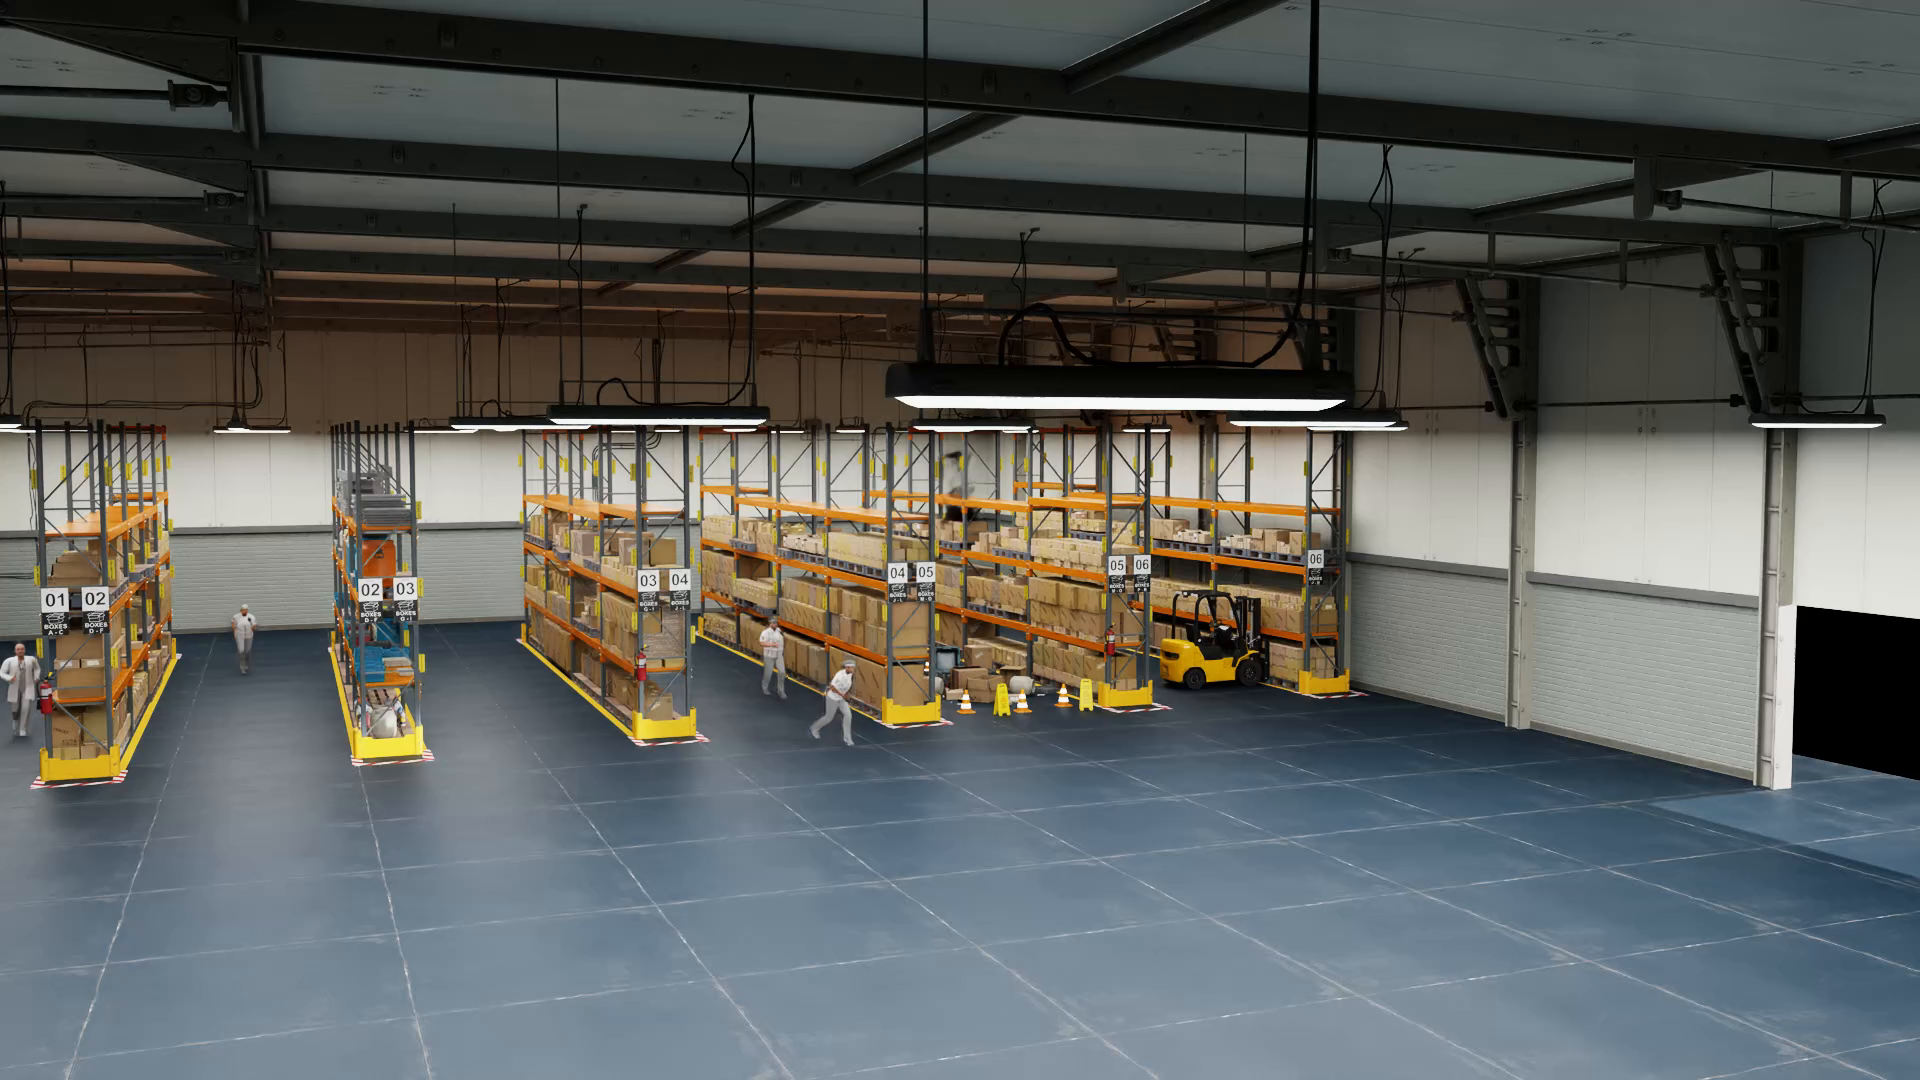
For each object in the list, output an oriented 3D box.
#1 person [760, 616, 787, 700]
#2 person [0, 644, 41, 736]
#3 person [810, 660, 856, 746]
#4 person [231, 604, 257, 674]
[{"bbox_3d":[-4.108,2.563,36.376,0.644,1.839,0.826,-2,4,-32],"label":"person"},{"bbox_3d":[-17.985,2.853,31.853,0.712,1.745,0.835,-2,4,-34],"label":"person"},{"bbox_3d":[-2.362,3.014,31.007,0.983,1.627,0.611,2,4,25],"label":"person"},{"bbox_3d":[-17.322,2.402,40.285,0.537,1.723,0.840,-3,4,-35],"label":"person"}]
